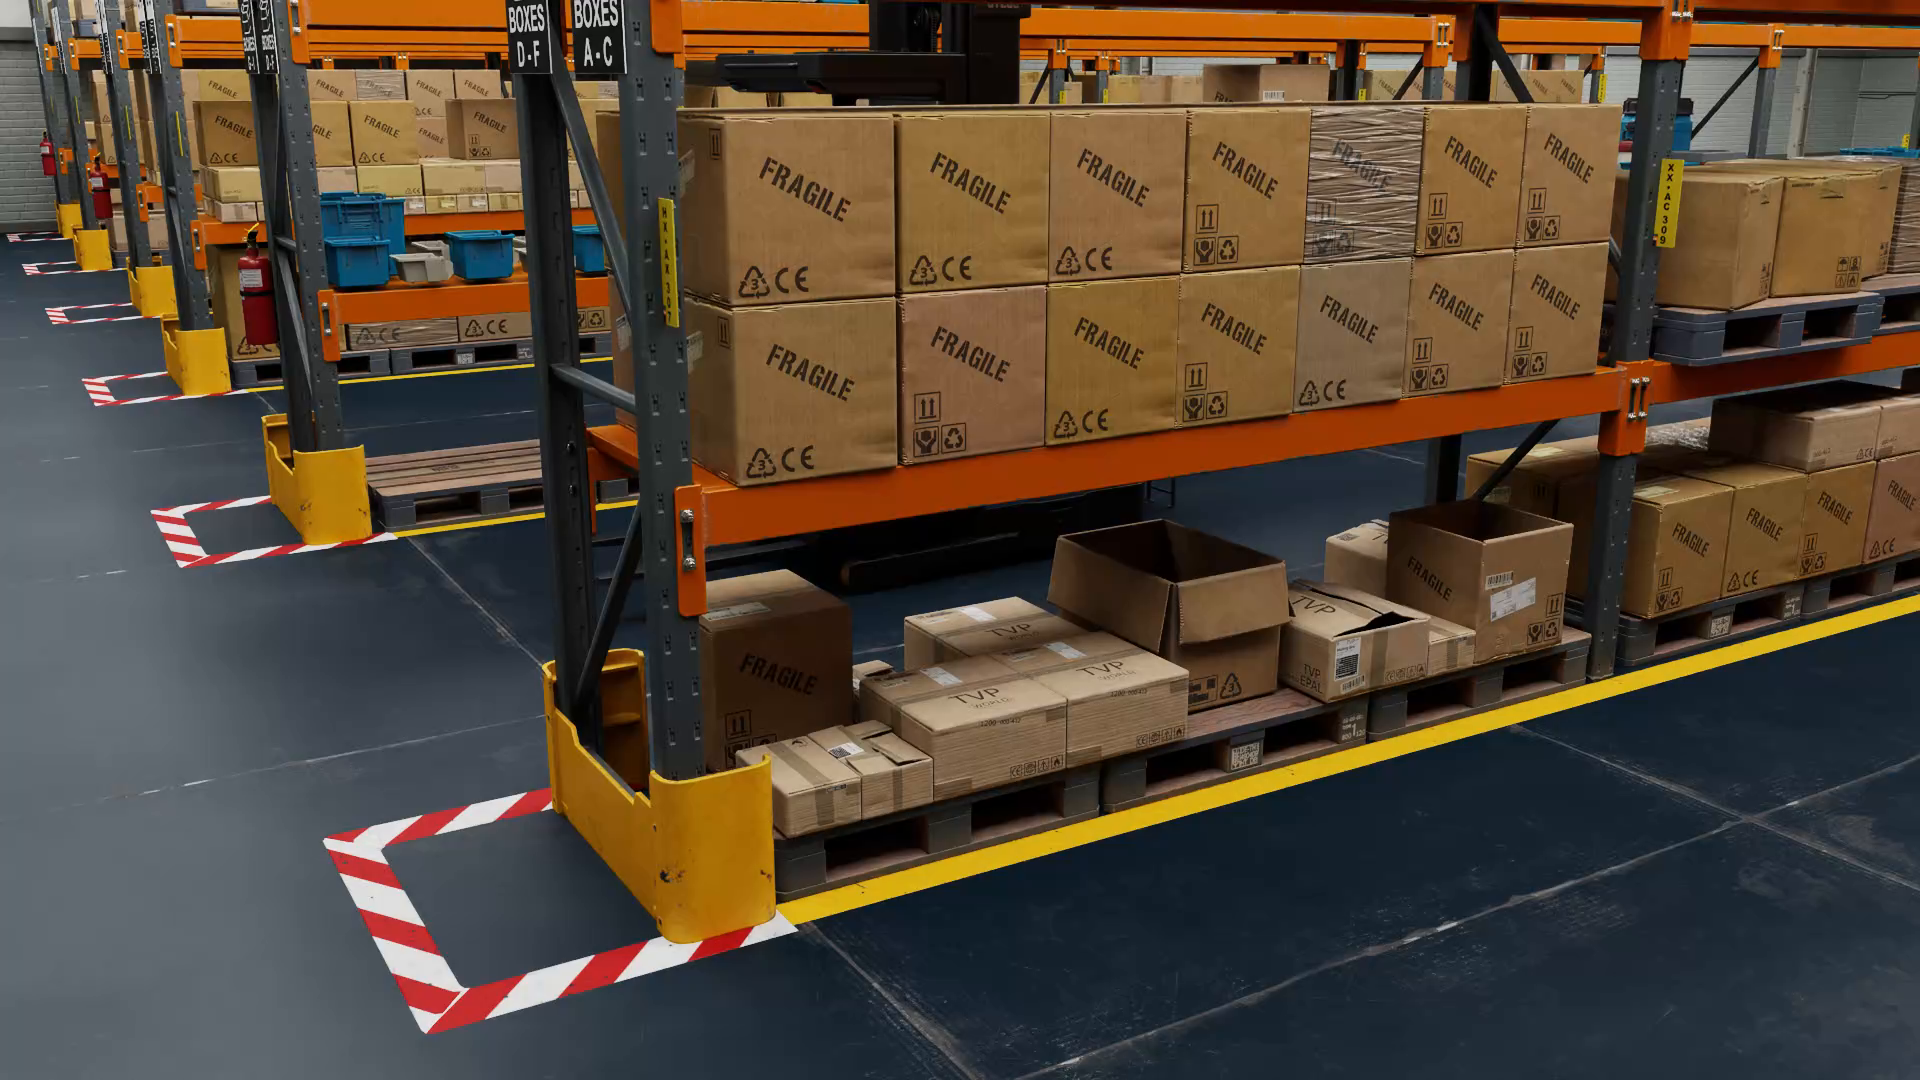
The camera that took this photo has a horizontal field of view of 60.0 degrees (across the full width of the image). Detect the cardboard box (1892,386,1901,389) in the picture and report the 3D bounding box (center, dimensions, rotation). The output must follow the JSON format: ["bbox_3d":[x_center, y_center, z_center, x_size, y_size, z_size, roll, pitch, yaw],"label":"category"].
[{"bbox_3d":[5.284,-0.550,9.129,0.500,0.500,0.500,-8,18,-27],"label":"cardboard box"}]

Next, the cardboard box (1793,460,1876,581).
[{"bbox_3d":[3.817,-0.146,7.689,0.500,0.500,0.500,-9,18,-29],"label":"cardboard box"}]

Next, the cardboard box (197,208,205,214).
[{"bbox_3d":[-9.944,-4.224,22.391,0.875,0.438,0.875,-9,18,-28],"label":"cardboard box"}]

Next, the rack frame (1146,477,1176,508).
[{"bbox_3d":[1.164,-0.787,9.494,0.015,1.200,0.240,-10,19,-32],"label":"rack frame"}]

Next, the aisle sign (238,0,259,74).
[{"bbox_3d":[-3.796,-2.883,8.819,0.004,0.787,0.394,-9,18,-30],"label":"aisle sign"}]

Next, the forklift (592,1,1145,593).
[{"bbox_3d":[-0.527,-1.318,8.183,3.031,2.935,1.130,-10,19,-32],"label":"forklift"}]

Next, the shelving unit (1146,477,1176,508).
[{"bbox_3d":[0.959,-0.751,9.366,0.503,1.200,0.258,-10,19,-32],"label":"shelving unit"}]

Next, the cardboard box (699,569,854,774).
[{"bbox_3d":[-0.697,0.433,5.625,0.500,0.500,0.500,-9,18,-30],"label":"cardboard box"}]

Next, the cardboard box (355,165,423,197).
[{"bbox_3d":[-4.709,-2.937,13.557,0.500,0.250,0.500,-10,18,-32],"label":"cardboard box"}]

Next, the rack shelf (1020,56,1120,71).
[{"bbox_3d":[0.762,-8.056,27.866,4.000,0.370,1.077,-9,18,-30],"label":"rack shelf"}]

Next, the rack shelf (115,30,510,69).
[{"bbox_3d":[-6.888,-5.256,17.880,4.000,0.370,1.077,-9,18,-30],"label":"rack shelf"}]

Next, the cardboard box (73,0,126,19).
[{"bbox_3d":[-10.899,-6.718,21.074,0.500,0.250,0.500,-11,19,-35],"label":"cardboard box"}]

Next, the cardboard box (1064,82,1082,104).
[{"bbox_3d":[1.261,-6.008,22.747,0.500,0.500,0.700,-10,18,-31],"label":"cardboard box"}]

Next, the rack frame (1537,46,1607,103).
[{"bbox_3d":[7.580,-4.943,20.986,0.127,3.000,1.000,-9,18,-30],"label":"rack frame"}]

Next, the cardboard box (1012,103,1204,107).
[{"bbox_3d":[0.519,-1.296,5.940,0.500,0.500,0.500,-9,18,-28],"label":"cardboard box"}]

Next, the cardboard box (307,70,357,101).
[{"bbox_3d":[-6.759,-4.765,17.761,0.500,0.500,0.500,-10,18,-31],"label":"cardboard box"}]

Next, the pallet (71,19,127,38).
[{"bbox_3d":[-10.608,-6.519,21.215,1.213,0.211,1.003,-9,18,-30],"label":"pallet"}]

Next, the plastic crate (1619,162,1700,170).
[{"bbox_3d":[5.917,-3.008,14.113,0.575,0.384,0.392,-9,18,-30],"label":"plastic crate"}]

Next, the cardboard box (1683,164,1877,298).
[{"bbox_3d":[3.471,-1.357,7.231,0.500,0.500,0.700,-6,17,-21],"label":"cardboard box"}]

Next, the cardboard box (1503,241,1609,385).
[{"bbox_3d":[2.096,-0.902,6.384,0.500,0.500,0.500,-9,18,-29],"label":"cardboard box"}]

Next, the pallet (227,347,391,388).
[{"bbox_3d":[-5.490,-1.505,13.889,1.213,0.211,1.003,-9,18,-30],"label":"pallet"}]

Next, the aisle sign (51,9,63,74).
[{"bbox_3d":[-11.460,-6.325,21.101,0.004,0.787,0.394,-9,18,-30],"label":"aisle sign"}]

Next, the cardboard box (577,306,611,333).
[{"bbox_3d":[-3.313,-2.381,15.004,0.875,0.875,0.875,-9,18,-30],"label":"cardboard box"}]

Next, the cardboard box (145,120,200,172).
[{"bbox_3d":[-8.075,-4.070,17.137,0.500,0.500,0.500,-8,18,-27],"label":"cardboard box"}]

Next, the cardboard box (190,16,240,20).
[{"bbox_3d":[-7.632,-5.328,17.080,0.500,0.250,0.500,-9,18,-28],"label":"cardboard box"}]

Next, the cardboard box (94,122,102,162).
[{"bbox_3d":[-10.961,-5.188,21.676,0.500,0.500,0.500,-9,18,-29],"label":"cardboard box"}]

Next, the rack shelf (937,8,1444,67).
[{"bbox_3d":[1.559,-3.505,11.631,4.000,0.370,1.077,-9,18,-30],"label":"rack shelf"}]

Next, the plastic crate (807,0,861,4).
[{"bbox_3d":[-0.771,-3.292,9.850,0.300,0.233,0.416,-9,18,-30],"label":"plastic crate"}]

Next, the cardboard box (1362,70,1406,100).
[{"bbox_3d":[4.668,-5.064,18.827,0.500,0.500,0.500,-9,18,-30],"label":"cardboard box"}]

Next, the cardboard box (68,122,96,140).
[{"bbox_3d":[-13.270,-6.231,25.309,0.500,0.250,0.500,-9,18,-29],"label":"cardboard box"}]

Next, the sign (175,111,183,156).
[{"bbox_3d":[-5.854,-3.045,12.463,0.005,0.325,0.100,-9,18,-30],"label":"sign"}]

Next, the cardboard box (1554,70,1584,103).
[{"bbox_3d":[7.236,-5.482,20.321,0.500,0.500,0.500,-9,18,-30],"label":"cardboard box"}]

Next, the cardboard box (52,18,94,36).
[{"bbox_3d":[-13.277,-7.673,24.896,0.500,0.250,0.500,-9,18,-30],"label":"cardboard box"}]

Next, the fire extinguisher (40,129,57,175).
[{"bbox_3d":[-13.686,-5.815,24.933,0.183,0.674,0.296,-9,18,-30],"label":"fire extinguisher"}]

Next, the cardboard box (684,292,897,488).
[{"bbox_3d":[-0.520,-0.475,4.863,0.500,0.500,0.500,-9,18,-29],"label":"cardboard box"}]

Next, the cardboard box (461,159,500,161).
[{"bbox_3d":[-4.114,-3.200,14.495,0.500,0.250,0.500,-9,18,-28],"label":"cardboard box"}]

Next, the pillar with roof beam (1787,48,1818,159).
[{"bbox_3d":[26.789,-14.558,44.173,0.400,9.000,9.100,-9,18,-30],"label":"pillar with roof beam"}]

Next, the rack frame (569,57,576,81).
[{"bbox_3d":[-6.940,-7.272,29.294,0.127,3.000,1.000,-9,18,-30],"label":"rack frame"}]

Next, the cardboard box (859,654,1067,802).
[{"bbox_3d":[0.005,0.606,5.469,0.500,0.250,0.500,-9,18,-30],"label":"cardboard box"}]

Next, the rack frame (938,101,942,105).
[{"bbox_3d":[-0.155,-2.129,10.947,0.127,3.000,1.000,-9,18,-30],"label":"rack frame"}]

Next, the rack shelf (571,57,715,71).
[{"bbox_3d":[-5.226,-8.648,29.978,4.000,0.370,1.077,-9,18,-30],"label":"rack shelf"}]

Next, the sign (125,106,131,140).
[{"bbox_3d":[-8.323,-4.172,16.631,0.005,0.325,0.100,-9,18,-30],"label":"sign"}]

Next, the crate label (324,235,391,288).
[{"bbox_3d":[-3.203,-1.479,8.829,0.303,0.233,0.416,-9,18,-30],"label":"crate label"}]

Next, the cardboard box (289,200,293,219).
[{"bbox_3d":[-5.222,-2.643,13.245,0.250,0.149,0.380,-10,18,-31],"label":"cardboard box"}]

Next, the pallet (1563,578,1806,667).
[{"bbox_3d":[3.070,0.238,7.668,1.213,0.211,1.003,-9,18,-30],"label":"pallet"}]

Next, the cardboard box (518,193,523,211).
[{"bbox_3d":[-3.681,-2.893,14.137,0.250,0.149,0.380,-9,18,-29],"label":"cardboard box"}]

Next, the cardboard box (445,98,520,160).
[{"bbox_3d":[-4.118,-3.560,14.388,0.500,0.500,0.500,-10,18,-31],"label":"cardboard box"}]

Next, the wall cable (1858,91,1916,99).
[{"bbox_3d":[27.778,-14.163,48.515,0.112,2.526,3.097,-9,18,-30],"label":"wall cable"}]

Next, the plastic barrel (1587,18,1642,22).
[{"bbox_3d":[5.257,-4.624,13.362,0.708,0.901,0.600,-9,18,-30],"label":"plastic barrel"}]

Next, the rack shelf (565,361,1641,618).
[{"bbox_3d":[0.678,-0.358,5.963,4.000,0.370,1.077,-9,18,-30],"label":"rack shelf"}]

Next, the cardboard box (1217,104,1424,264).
[{"bbox_3d":[1.223,-1.240,5.738,0.500,0.500,0.500,-9,18,-29],"label":"cardboard box"}]

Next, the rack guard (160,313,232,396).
[{"bbox_3d":[-6.155,-1.512,13.377,0.348,0.500,1.175,-9,18,-30],"label":"rack guard"}]

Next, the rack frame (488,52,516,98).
[{"bbox_3d":[-5.174,-4.437,19.179,0.127,3.000,1.000,-9,18,-30],"label":"rack frame"}]
